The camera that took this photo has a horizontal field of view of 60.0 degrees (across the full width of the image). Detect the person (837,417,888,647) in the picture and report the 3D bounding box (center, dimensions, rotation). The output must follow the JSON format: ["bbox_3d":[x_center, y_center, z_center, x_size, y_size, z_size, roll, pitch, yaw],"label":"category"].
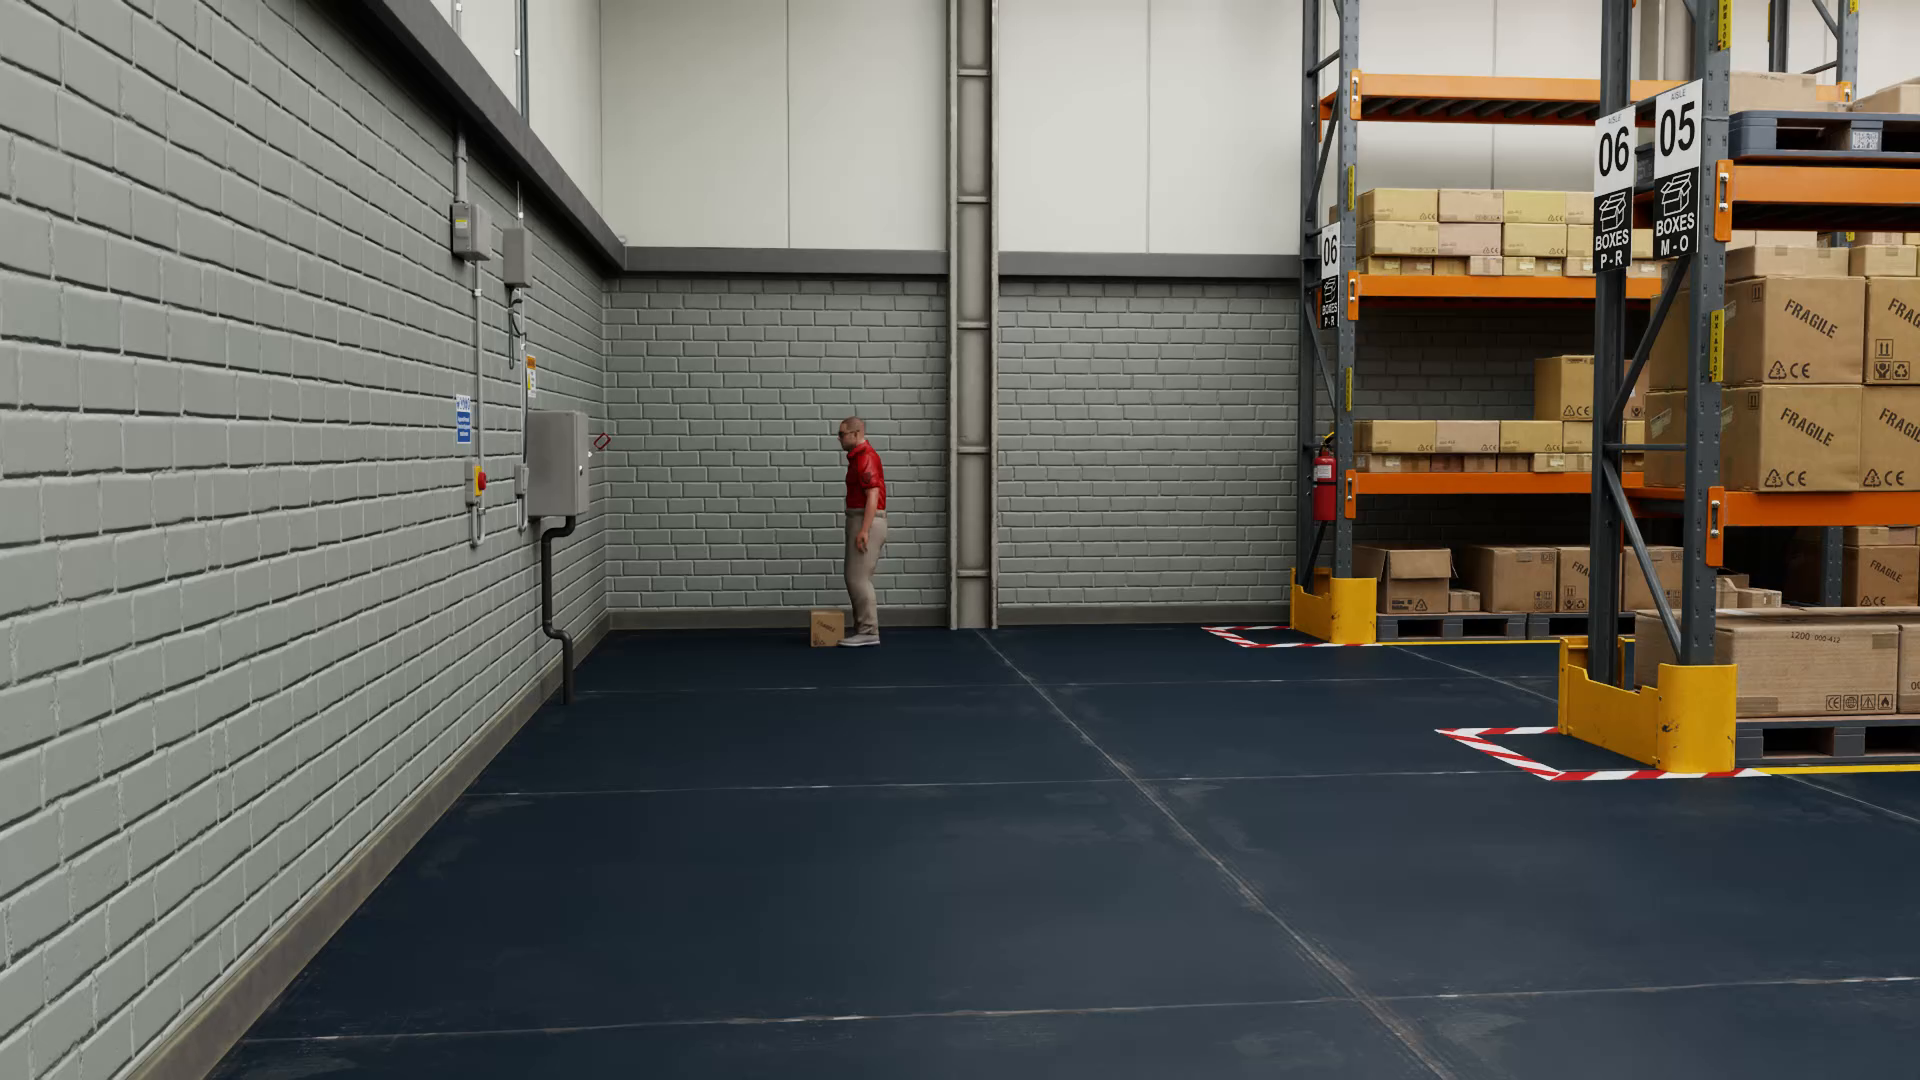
[{"bbox_3d":[-0.752,-0.069,12.592,0.393,1.725,0.592,-1,3,-9],"label":"person"}]
